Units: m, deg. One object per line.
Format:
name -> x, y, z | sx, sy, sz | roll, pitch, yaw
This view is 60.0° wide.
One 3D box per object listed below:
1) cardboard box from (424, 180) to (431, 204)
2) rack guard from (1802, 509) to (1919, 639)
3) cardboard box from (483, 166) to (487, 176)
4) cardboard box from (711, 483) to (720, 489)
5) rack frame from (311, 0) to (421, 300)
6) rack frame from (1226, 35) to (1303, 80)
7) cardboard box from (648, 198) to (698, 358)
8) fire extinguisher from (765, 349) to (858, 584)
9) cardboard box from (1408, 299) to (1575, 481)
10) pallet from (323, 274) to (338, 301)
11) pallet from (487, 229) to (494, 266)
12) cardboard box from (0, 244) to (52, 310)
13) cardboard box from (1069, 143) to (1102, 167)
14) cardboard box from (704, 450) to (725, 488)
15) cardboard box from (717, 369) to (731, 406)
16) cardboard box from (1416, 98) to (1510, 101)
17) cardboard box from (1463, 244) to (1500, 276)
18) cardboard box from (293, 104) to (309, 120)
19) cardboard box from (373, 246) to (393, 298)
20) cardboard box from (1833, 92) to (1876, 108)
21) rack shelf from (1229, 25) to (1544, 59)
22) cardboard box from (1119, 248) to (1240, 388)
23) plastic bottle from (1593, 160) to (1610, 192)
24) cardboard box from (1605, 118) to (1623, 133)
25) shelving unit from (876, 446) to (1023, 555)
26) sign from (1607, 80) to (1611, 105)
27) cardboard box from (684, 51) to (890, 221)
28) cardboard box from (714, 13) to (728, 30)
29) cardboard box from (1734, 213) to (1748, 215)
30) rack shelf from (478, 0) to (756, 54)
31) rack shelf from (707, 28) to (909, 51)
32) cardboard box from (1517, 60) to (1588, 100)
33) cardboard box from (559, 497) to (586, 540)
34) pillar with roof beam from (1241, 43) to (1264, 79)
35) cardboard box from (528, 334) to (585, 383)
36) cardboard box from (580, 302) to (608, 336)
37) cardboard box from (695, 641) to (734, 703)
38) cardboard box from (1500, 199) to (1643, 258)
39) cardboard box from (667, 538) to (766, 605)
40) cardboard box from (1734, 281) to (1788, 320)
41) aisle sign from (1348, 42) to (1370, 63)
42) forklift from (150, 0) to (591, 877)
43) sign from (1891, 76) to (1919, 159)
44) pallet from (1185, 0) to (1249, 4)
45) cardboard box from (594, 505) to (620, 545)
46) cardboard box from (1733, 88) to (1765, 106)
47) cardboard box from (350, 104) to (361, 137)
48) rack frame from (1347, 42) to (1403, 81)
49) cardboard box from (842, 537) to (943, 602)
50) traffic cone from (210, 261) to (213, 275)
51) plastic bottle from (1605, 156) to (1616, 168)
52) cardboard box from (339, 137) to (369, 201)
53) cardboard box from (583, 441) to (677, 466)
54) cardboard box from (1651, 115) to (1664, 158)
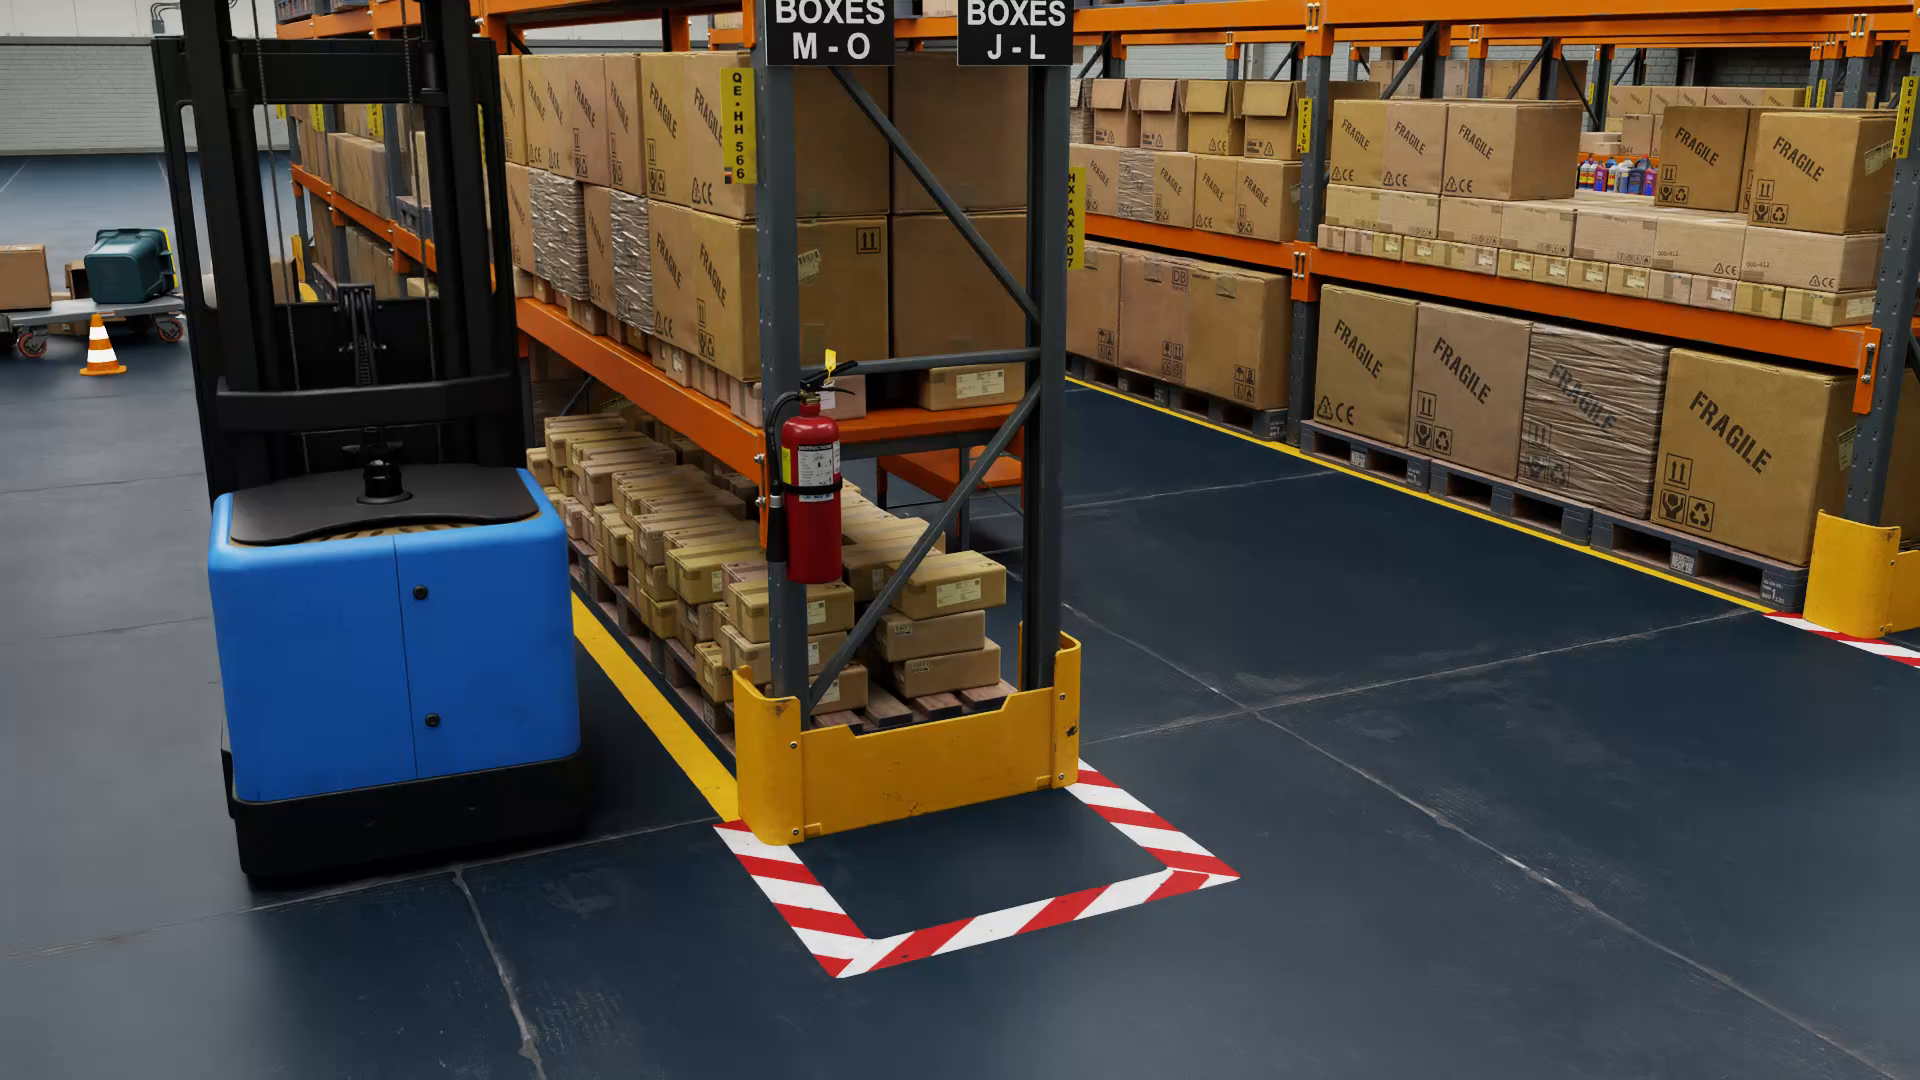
cardboard box -> -3.386, -2.345, 11.178 | 0.380, 0.149, 0.250 | -7, 17, -22
rack guard -> 4.382, 0.084, 7.550 | 1.175, 0.500, 0.348 | -8, 18, -25
cardboard box -> -2.465, -2.114, 9.296 | 0.380, 0.149, 0.250 | -8, 18, -27
cardboard box -> -1.047, -0.211, 7.915 | 0.380, 0.149, 0.250 | -7, 18, -24
rack frame -> -5.389, -3.524, 15.594 | 1.000, 3.000, 0.127 | -8, 18, -25
rack frame -> 3.566, -4.697, 19.681 | 1.000, 3.000, 0.127 | -8, 18, -25
cardboard box -> -0.781, -0.948, 5.897 | 0.500, 0.500, 0.500 | -8, 18, -26
fire extinguisher -> -0.436, -0.214, 4.875 | 0.296, 0.674, 0.183 | -8, 18, -25
cardboard box -> 3.230, -0.899, 9.536 | 0.875, 0.875, 0.875 | -8, 18, -25
pallet -> -6.190, -2.685, 17.724 | 1.003, 0.211, 1.213 | -8, 18, -25
pallet -> -2.088, -1.655, 9.429 | 1.003, 0.211, 1.213 | -8, 18, -25
cardboard box -> -8.207, -2.286, 14.438 | 0.500, 0.500, 0.500 | -8, 18, -25
cardboard box -> 1.063, -2.874, 13.146 | 0.500, 0.500, 0.500 | -8, 18, -26
cardboard box -> -0.986, -0.352, 7.868 | 0.380, 0.149, 0.250 | -9, 18, -28
cardboard box -> -0.604, -0.541, 5.653 | 0.380, 0.149, 0.250 | -8, 18, -25
cardboard box -> 3.061, -2.465, 10.274 | 0.500, 0.500, 0.500 | -7, 17, -23
cardboard box -> 3.018, -1.559, 9.202 | 0.380, 0.149, 0.250 | -7, 18, -24
cardboard box -> -6.566, -4.730, 17.566 | 0.875, 0.550, 0.550 | -8, 18, -25
cardboard box -> -4.208, -2.031, 13.708 | 1.050, 0.750, 0.750 | -7, 18, -24
cardboard box -> 12.664, -6.023, 23.324 | 0.700, 0.500, 0.500 | -8, 18, -25
rack shelf -> 4.443, -5.297, 17.638 | 1.077, 0.370, 4.000 | -8, 18, -25
cardboard box -> 1.928, -1.673, 12.234 | 1.225, 0.875, 0.875 | -8, 18, -27
plastic bottle -> 5.683, -3.211, 14.713 | 0.061, 0.283, 0.133 | -8, 18, -25
cardboard box -> 10.648, -6.664, 26.771 | 0.500, 0.250, 0.500 | -8, 18, -27
shelving unit -> 0.003, -0.539, 8.590 | 0.538, 1.125, 1.048 | -8, 18, -25
sign -> 8.504, -5.881, 21.851 | 0.100, 0.325, 0.005 | -8, 18, -25
cardboard box -> -0.556, -1.304, 5.323 | 0.500, 0.500, 0.500 | -8, 18, -26
cardboard box -> -2.660, -6.309, 20.133 | 0.500, 0.250, 0.500 | -7, 17, -23
cardboard box -> 4.170, -1.474, 8.181 | 0.500, 0.250, 0.500 | -8, 18, -26
rack shelf -> -1.008, -2.141, 6.639 | 1.077, 0.370, 4.000 | -8, 18, -25
rack shelf -> -1.762, -5.691, 19.009 | 1.077, 0.370, 4.000 | -8, 18, -25
cardboard box -> 7.821, -6.076, 21.951 | 0.700, 0.500, 0.500 | -8, 18, -25
cardboard box -> -1.741, -0.122, 8.144 | 0.380, 0.149, 0.250 | -8, 18, -25
pillar with roof beam -> 2.677, -12.156, 34.796 | 9.100, 9.000, 0.400 | -8, 18, -25
cardboard box -> -2.438, -1.056, 9.402 | 0.500, 0.250, 0.500 | -8, 18, -26
cardboard box -> -1.434, -0.989, 7.216 | 0.380, 0.149, 0.250 | -7, 17, -22
cardboard box -> -0.754, 0.463, 6.107 | 0.380, 0.149, 0.250 | -7, 17, -23
cardboard box -> 3.244, -1.663, 8.839 | 0.500, 0.250, 0.500 | -8, 18, -25
cardboard box -> -0.878, 0.115, 6.240 | 0.380, 0.149, 0.250 | -8, 18, -26
cardboard box -> 3.804, -1.115, 7.654 | 0.380, 0.149, 0.250 | -7, 18, -24
aisle sign -> 5.964, -7.515, 24.789 | 0.394, 0.787, 0.004 | -8, 18, -25
forklift -> -2.216, -0.762, 6.094 | 1.130, 2.935, 3.031 | -6, 17, -21
sign -> 3.877, -1.731, 6.817 | 0.100, 0.325, 0.005 | -8, 18, -25
pallet -> 2.173, -3.686, 11.067 | 0.805, 0.209, 1.217 | -8, 18, -27
cardboard box -> -1.414, -0.070, 7.425 | 0.380, 0.149, 0.250 | -8, 18, -25
cardboard box -> 11.763, -6.395, 24.474 | 0.500, 0.500, 0.500 | -8, 18, -25
cardboard box -> -4.939, -3.803, 14.572 | 0.700, 0.500, 0.500 | -8, 18, -26
rack frame -> 6.268, -6.287, 25.219 | 1.000, 3.000, 0.127 | -8, 18, -25
cardboard box -> -0.285, 0.109, 6.262 | 0.380, 0.149, 0.250 | -7, 18, -24
traffic cone -> -8.185, -2.993, 18.343 | 0.336, 0.463, 0.334 | -8, 18, -25
plastic bottle -> 6.100, -3.458, 15.597 | 0.097, 0.271, 0.097 | 0, 16, 0
cardboard box -> -4.962, -3.160, 14.143 | 0.500, 0.500, 0.500 | -8, 18, -25
cardboard box -> -1.562, -0.354, 7.873 | 0.380, 0.149, 0.250 | -8, 18, -26
cardboard box -> 8.793, -4.896, 20.191 | 0.500, 0.500, 0.500 | -8, 18, -25
